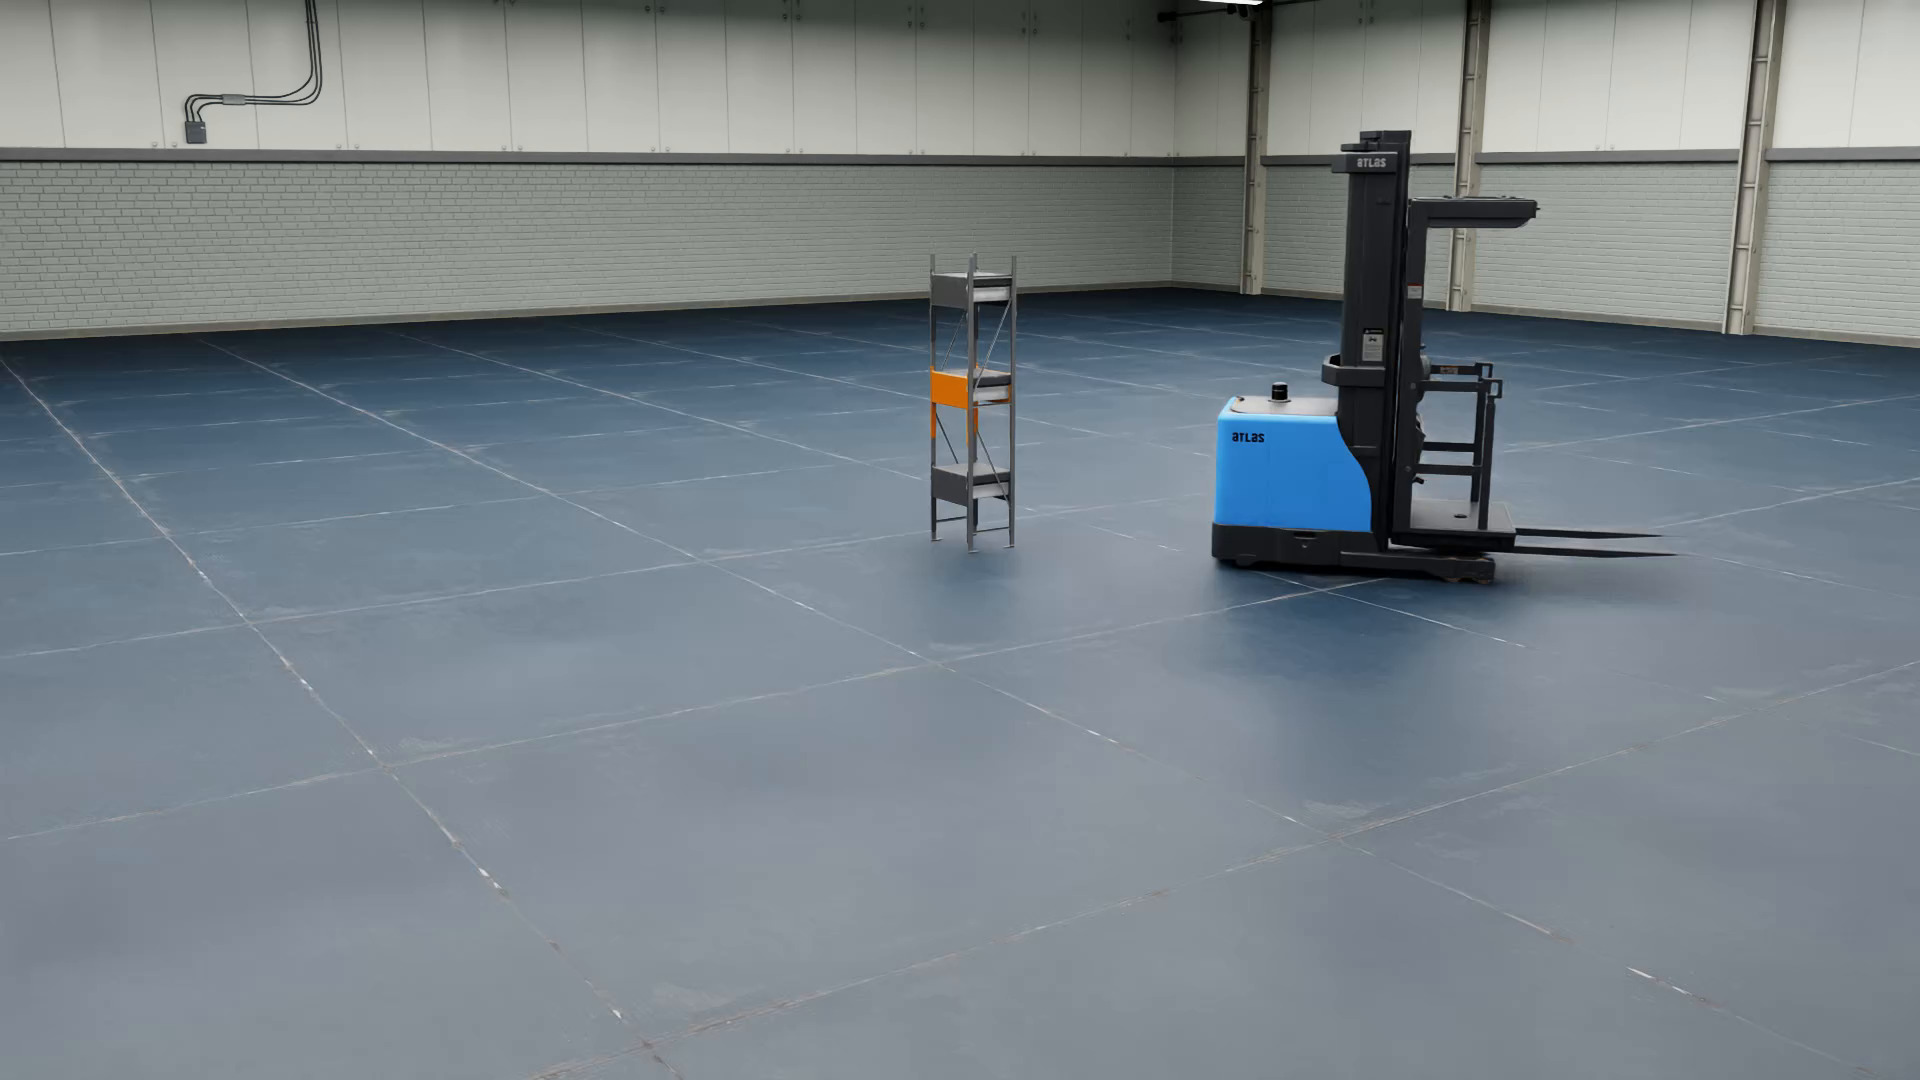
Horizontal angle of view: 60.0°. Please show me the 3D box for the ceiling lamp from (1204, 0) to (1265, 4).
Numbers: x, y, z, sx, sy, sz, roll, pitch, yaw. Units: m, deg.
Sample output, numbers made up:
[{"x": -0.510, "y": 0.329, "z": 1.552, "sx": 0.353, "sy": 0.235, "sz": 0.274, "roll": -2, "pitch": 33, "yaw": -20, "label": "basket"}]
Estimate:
[{"x": 4.713, "y": -11.649, "z": 30.903, "sx": 2.000, "sy": 3.185, "sz": 0.800, "roll": -8, "pitch": 15, "yaw": -33, "label": "ceiling lamp"}]

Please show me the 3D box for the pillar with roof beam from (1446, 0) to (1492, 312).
[{"x": 6.442, "y": -8.495, "z": 30.145, "sx": 9.100, "sy": 9.000, "sz": 0.400, "roll": -8, "pitch": 15, "yaw": -33, "label": "pillar with roof beam"}]

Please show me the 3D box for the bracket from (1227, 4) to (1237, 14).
[{"x": 6.176, "y": -11.862, "z": 37.115, "sx": 0.235, "sy": 0.232, "sz": 0.430, "roll": -8, "pitch": 15, "yaw": -33, "label": "bracket"}]

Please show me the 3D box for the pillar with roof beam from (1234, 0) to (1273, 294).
[{"x": 3.118, "y": -9.562, "z": 35.024, "sx": 9.100, "sy": 9.000, "sz": 0.548, "roll": -8, "pitch": 15, "yaw": -33, "label": "pillar with roof beam"}]

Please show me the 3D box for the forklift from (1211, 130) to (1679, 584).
[{"x": 3.316, "y": -1.266, "z": 11.292, "sx": 3.031, "sy": 2.935, "sz": 1.130, "roll": 3, "pitch": 13, "yaw": 14, "label": "forklift"}]

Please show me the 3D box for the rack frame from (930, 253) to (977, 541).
[{"x": -0.043, "y": -1.040, "z": 12.201, "sx": 0.400, "sy": 2.100, "sz": 0.015, "roll": -8, "pitch": 15, "yaw": -33, "label": "rack frame"}]

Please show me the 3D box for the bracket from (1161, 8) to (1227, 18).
[{"x": 5.191, "y": -12.178, "z": 38.562, "sx": 0.076, "sy": 0.066, "sz": 3.189, "roll": -8, "pitch": 15, "yaw": -33, "label": "bracket"}]

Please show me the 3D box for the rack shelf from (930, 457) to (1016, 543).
[{"x": 0.092, "y": -0.299, "z": 12.155, "sx": 0.431, "sy": 0.518, "sz": 0.480, "roll": -8, "pitch": 15, "yaw": -33, "label": "rack shelf"}]

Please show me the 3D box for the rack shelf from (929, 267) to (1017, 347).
[{"x": 0.092, "y": -1.667, "z": 11.856, "sx": 0.431, "sy": 0.518, "sz": 0.480, "roll": -8, "pitch": 15, "yaw": -33, "label": "rack shelf"}]

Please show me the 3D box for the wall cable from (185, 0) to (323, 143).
[{"x": -12.141, "y": -9.806, "z": 28.179, "sx": 2.305, "sy": 6.003, "sz": 0.169, "roll": -8, "pitch": 15, "yaw": -33, "label": "wall cable"}]

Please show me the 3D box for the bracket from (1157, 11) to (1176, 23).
[{"x": 4.863, "y": -12.284, "z": 39.043, "sx": 0.235, "sy": 0.232, "sz": 0.430, "roll": -8, "pitch": 15, "yaw": -33, "label": "bracket"}]

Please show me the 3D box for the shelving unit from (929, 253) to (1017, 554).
[{"x": 0.092, "y": -0.996, "z": 12.003, "sx": 0.431, "sy": 2.100, "sz": 0.503, "roll": -8, "pitch": 15, "yaw": -33, "label": "shelving unit"}]

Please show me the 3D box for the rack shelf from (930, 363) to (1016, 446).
[{"x": 0.092, "y": -0.983, "z": 12.006, "sx": 0.431, "sy": 0.518, "sz": 0.480, "roll": -8, "pitch": 15, "yaw": -33, "label": "rack shelf"}]

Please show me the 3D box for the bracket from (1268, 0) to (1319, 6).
[{"x": 8.064, "y": -11.256, "z": 34.345, "sx": 0.076, "sy": 0.066, "sz": 4.783, "roll": -8, "pitch": 15, "yaw": -33, "label": "bracket"}]

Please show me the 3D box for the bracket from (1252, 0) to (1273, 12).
[{"x": 6.636, "y": -11.714, "z": 36.440, "sx": 0.235, "sy": 0.232, "sz": 0.430, "roll": -8, "pitch": 15, "yaw": -33, "label": "bracket"}]

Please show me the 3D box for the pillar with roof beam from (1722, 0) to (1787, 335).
[{"x": 9.767, "y": -7.428, "z": 25.265, "sx": 9.100, "sy": 9.000, "sz": 0.400, "roll": -8, "pitch": 15, "yaw": -33, "label": "pillar with roof beam"}]

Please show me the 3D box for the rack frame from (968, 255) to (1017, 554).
[{"x": 0.227, "y": -0.953, "z": 11.804, "sx": 0.400, "sy": 2.100, "sz": 0.015, "roll": -8, "pitch": 15, "yaw": -33, "label": "rack frame"}]
